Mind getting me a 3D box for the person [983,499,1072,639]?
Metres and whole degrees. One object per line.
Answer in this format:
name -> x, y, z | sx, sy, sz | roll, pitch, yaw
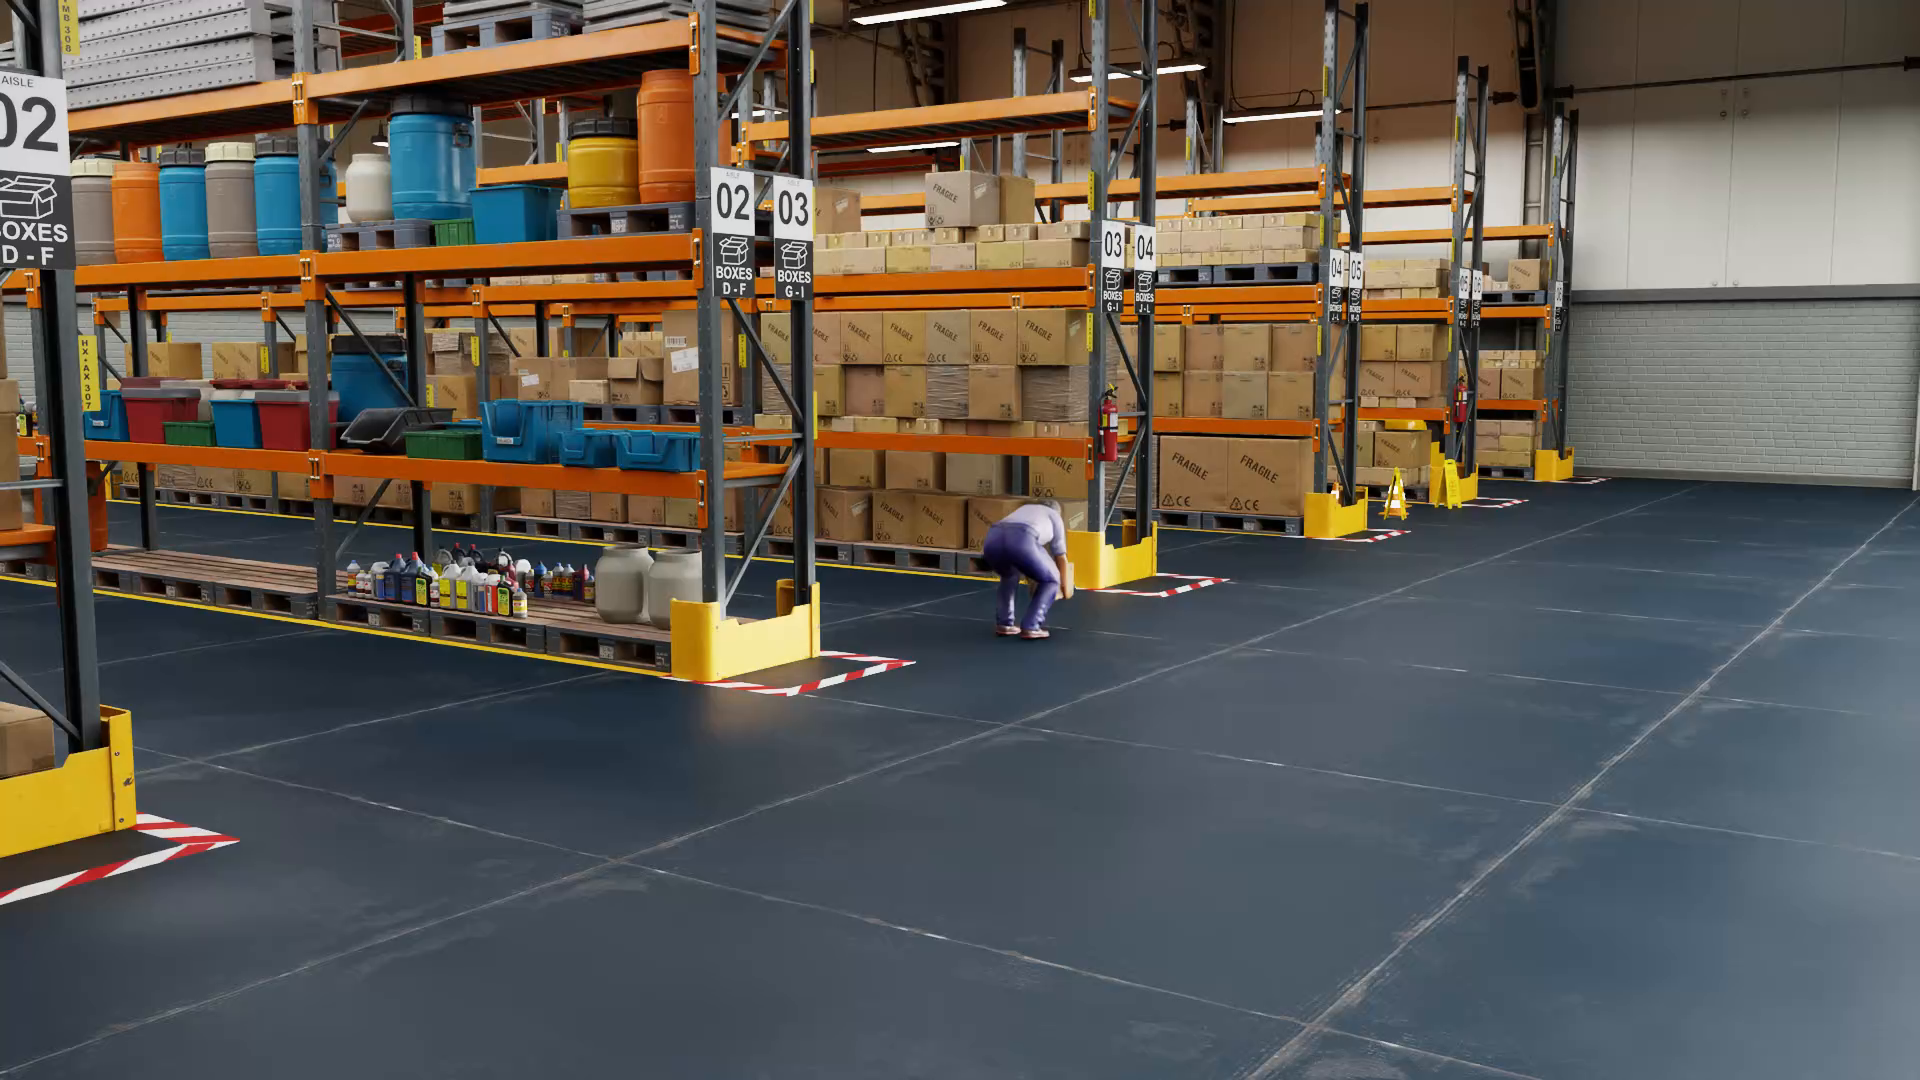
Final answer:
person -> 0.514, 0.207, 12.222 | 0.504, 0.985, 0.892 | 4, 7, 31
